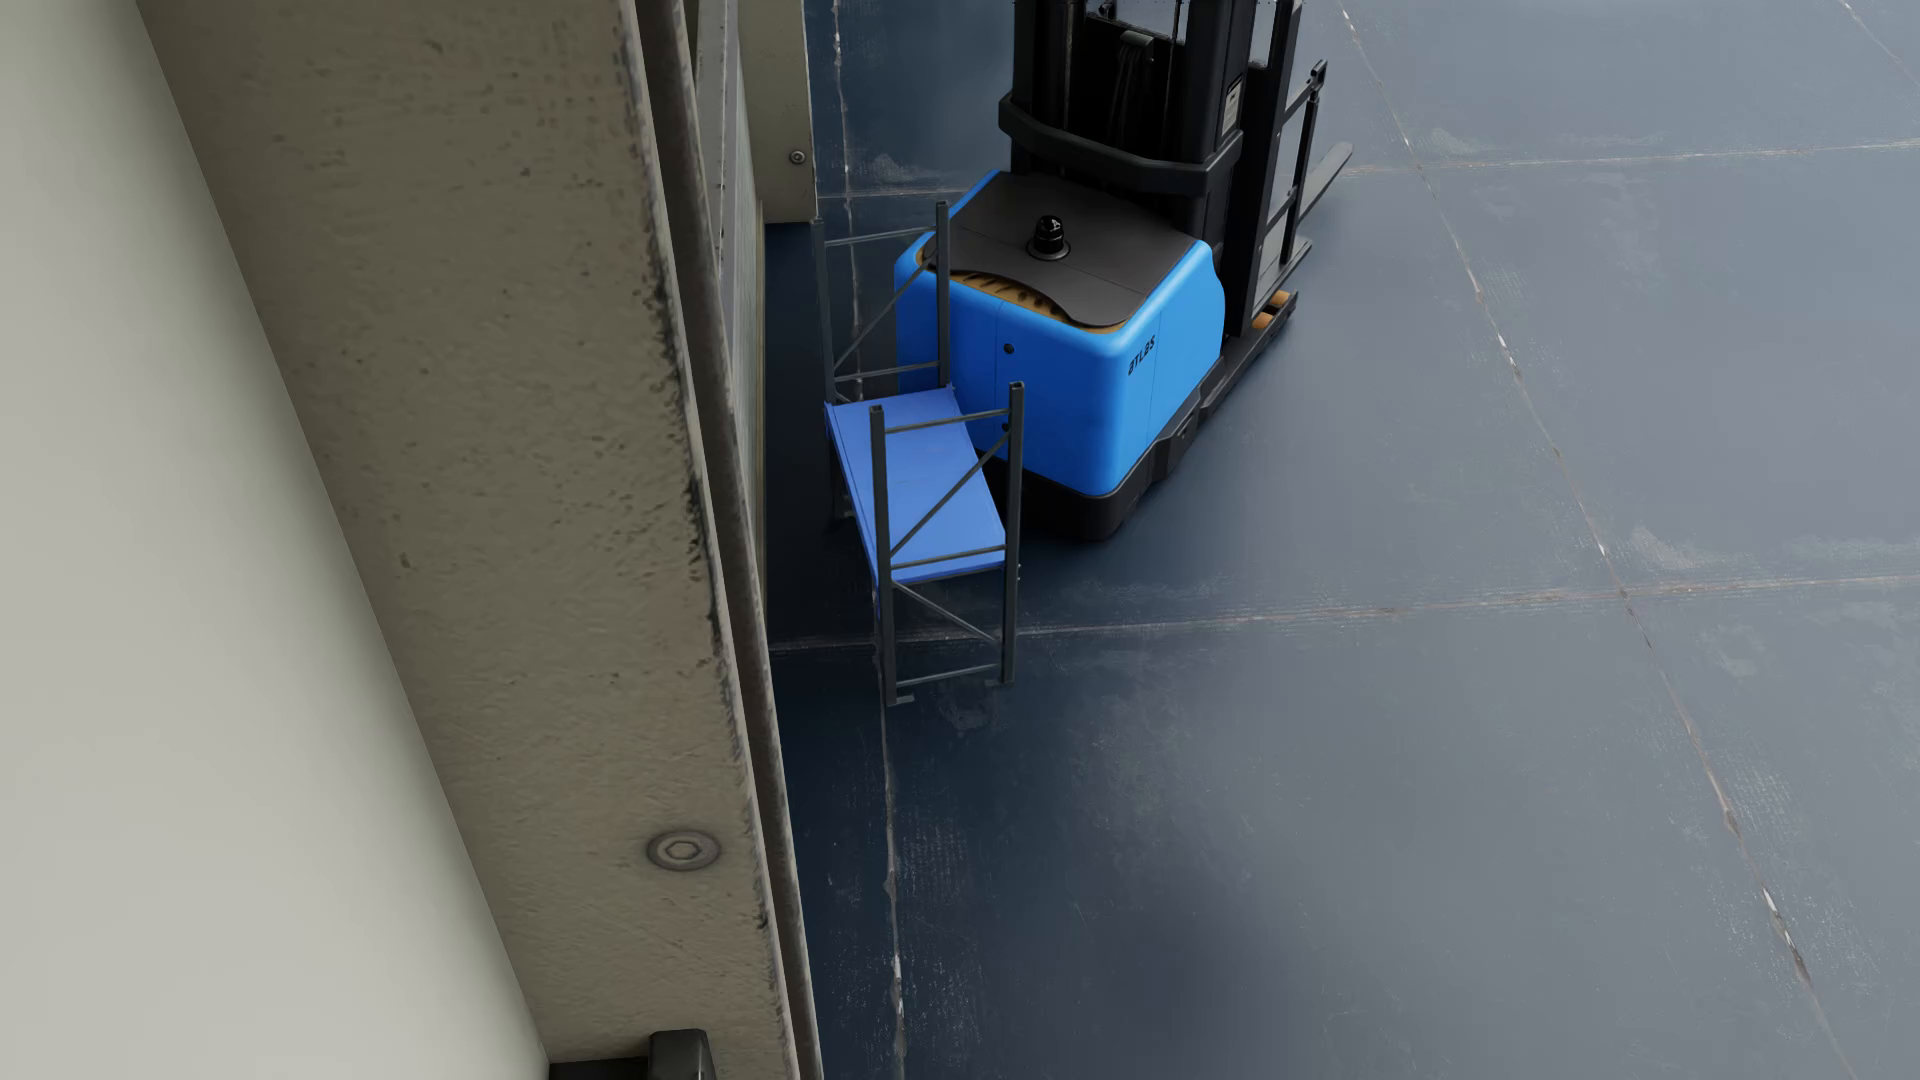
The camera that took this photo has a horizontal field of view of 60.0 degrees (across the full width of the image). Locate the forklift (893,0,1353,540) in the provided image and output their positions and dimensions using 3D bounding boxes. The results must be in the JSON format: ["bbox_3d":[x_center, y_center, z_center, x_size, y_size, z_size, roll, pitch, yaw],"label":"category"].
[{"bbox_3d":[0.929,-2.064,6.823,1.130,2.935,3.031,24,51,21],"label":"forklift"}]

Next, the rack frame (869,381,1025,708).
[{"bbox_3d":[-0.040,0.063,5.794,0.500,1.500,0.032,-10,47,-10],"label":"rack frame"}]

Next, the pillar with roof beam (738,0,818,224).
[{"bbox_3d":[3.402,-5.106,5.525,9.100,9.000,0.400,-3,47,-3],"label":"pillar with roof beam"}]

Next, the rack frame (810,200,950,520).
[{"bbox_3d":[-0.285,-0.653,6.472,0.500,1.500,0.032,-10,47,-10],"label":"rack frame"}]

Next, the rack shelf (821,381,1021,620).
[{"bbox_3d":[-0.163,-0.171,6.264,0.538,0.185,1.000,-10,47,-10],"label":"rack shelf"}]

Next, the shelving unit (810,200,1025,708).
[{"bbox_3d":[-0.163,-0.295,6.133,0.538,1.500,1.048,-10,47,-10],"label":"shelving unit"}]
